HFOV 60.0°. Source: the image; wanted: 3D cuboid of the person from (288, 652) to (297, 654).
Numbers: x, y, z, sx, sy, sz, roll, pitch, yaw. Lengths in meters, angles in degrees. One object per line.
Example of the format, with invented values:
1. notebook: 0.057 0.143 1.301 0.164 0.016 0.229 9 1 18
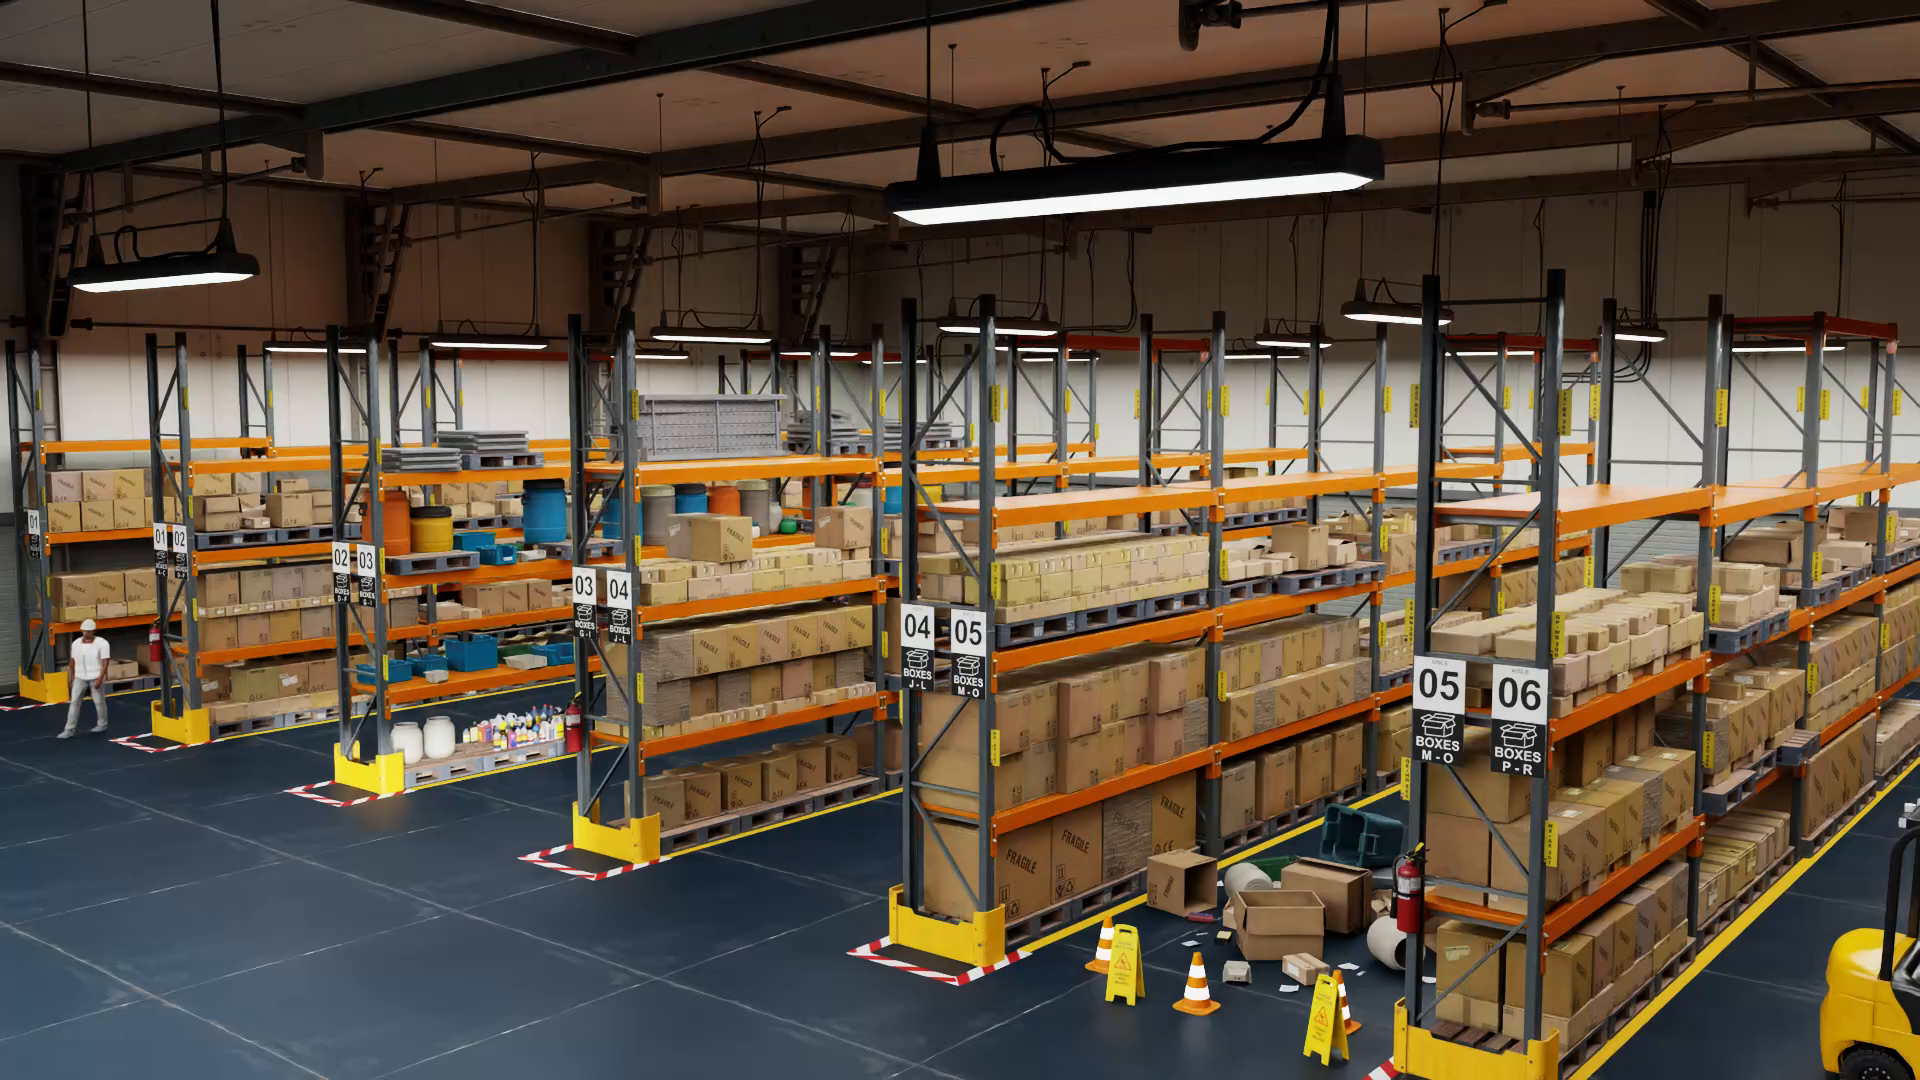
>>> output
1. person: -11.598 1.743 29.091 0.569 1.684 0.739 3 6 33

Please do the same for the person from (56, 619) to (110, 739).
1. person: -13.033 2.052 24.786 0.626 1.726 0.906 -1 5 -6
